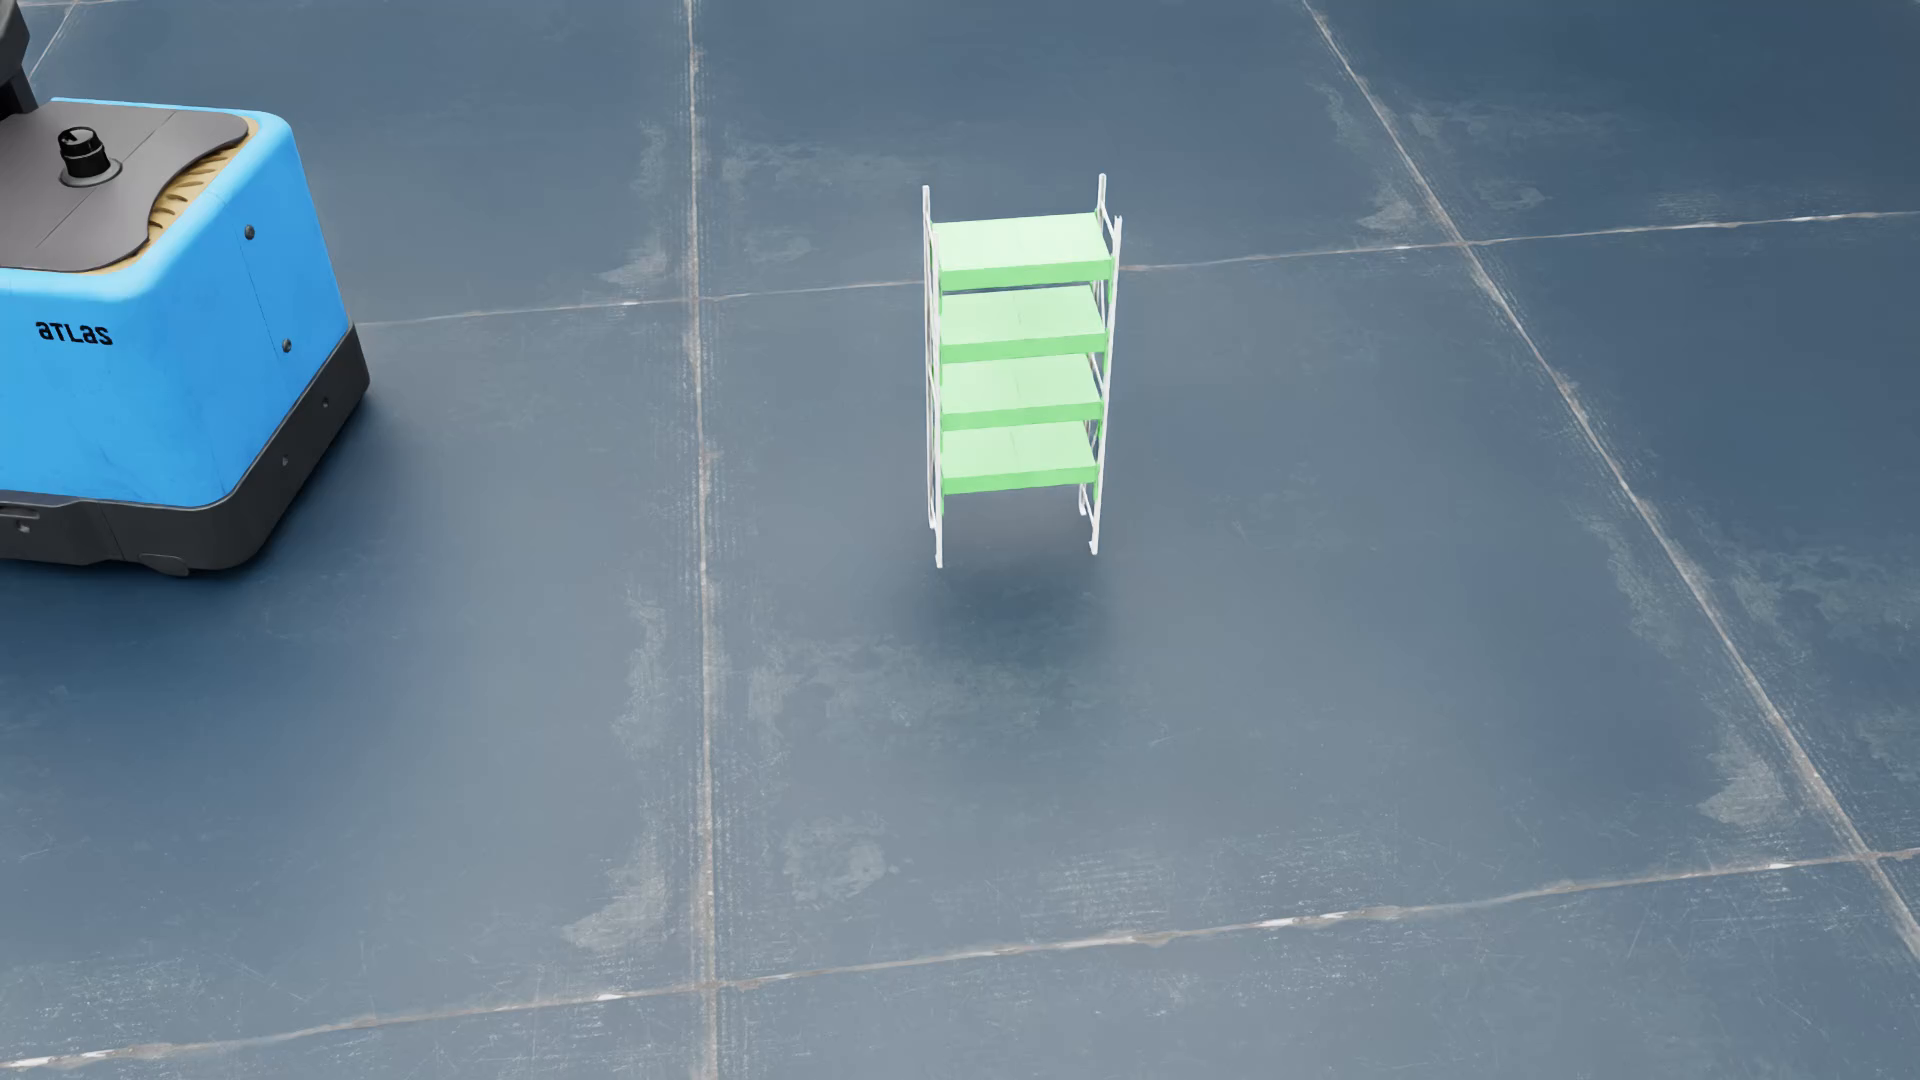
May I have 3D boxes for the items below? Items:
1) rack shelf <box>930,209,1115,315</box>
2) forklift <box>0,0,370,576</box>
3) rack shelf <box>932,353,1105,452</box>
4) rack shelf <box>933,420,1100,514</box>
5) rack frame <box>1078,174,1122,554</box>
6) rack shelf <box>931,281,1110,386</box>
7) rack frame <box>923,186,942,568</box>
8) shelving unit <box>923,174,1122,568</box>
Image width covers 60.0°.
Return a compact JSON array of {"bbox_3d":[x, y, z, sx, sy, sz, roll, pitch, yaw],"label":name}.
[{"bbox_3d":[0.164,-0.769,4.585,0.480,0.148,0.258,-5,42,-6],"label":"rack shelf"},{"bbox_3d":[-3.596,-1.422,4.639,3.031,2.935,1.130,5,42,6],"label":"forklift"},{"bbox_3d":[0.164,-0.412,4.907,0.480,0.148,0.258,-5,42,-6],"label":"rack shelf"},{"bbox_3d":[0.164,-0.234,5.068,0.480,0.148,0.258,-5,42,-6],"label":"rack shelf"},{"bbox_3d":[0.406,-0.481,4.888,0.015,1.200,0.240,-5,42,-6],"label":"rack frame"},{"bbox_3d":[0.164,-0.591,4.746,0.480,0.148,0.258,-5,42,-6],"label":"rack shelf"},{"bbox_3d":[-0.078,-0.439,4.841,0.015,1.200,0.240,-5,42,-6],"label":"rack frame"},{"bbox_3d":[0.164,-0.460,4.864,0.503,1.200,0.258,-5,42,-6],"label":"shelving unit"}]
